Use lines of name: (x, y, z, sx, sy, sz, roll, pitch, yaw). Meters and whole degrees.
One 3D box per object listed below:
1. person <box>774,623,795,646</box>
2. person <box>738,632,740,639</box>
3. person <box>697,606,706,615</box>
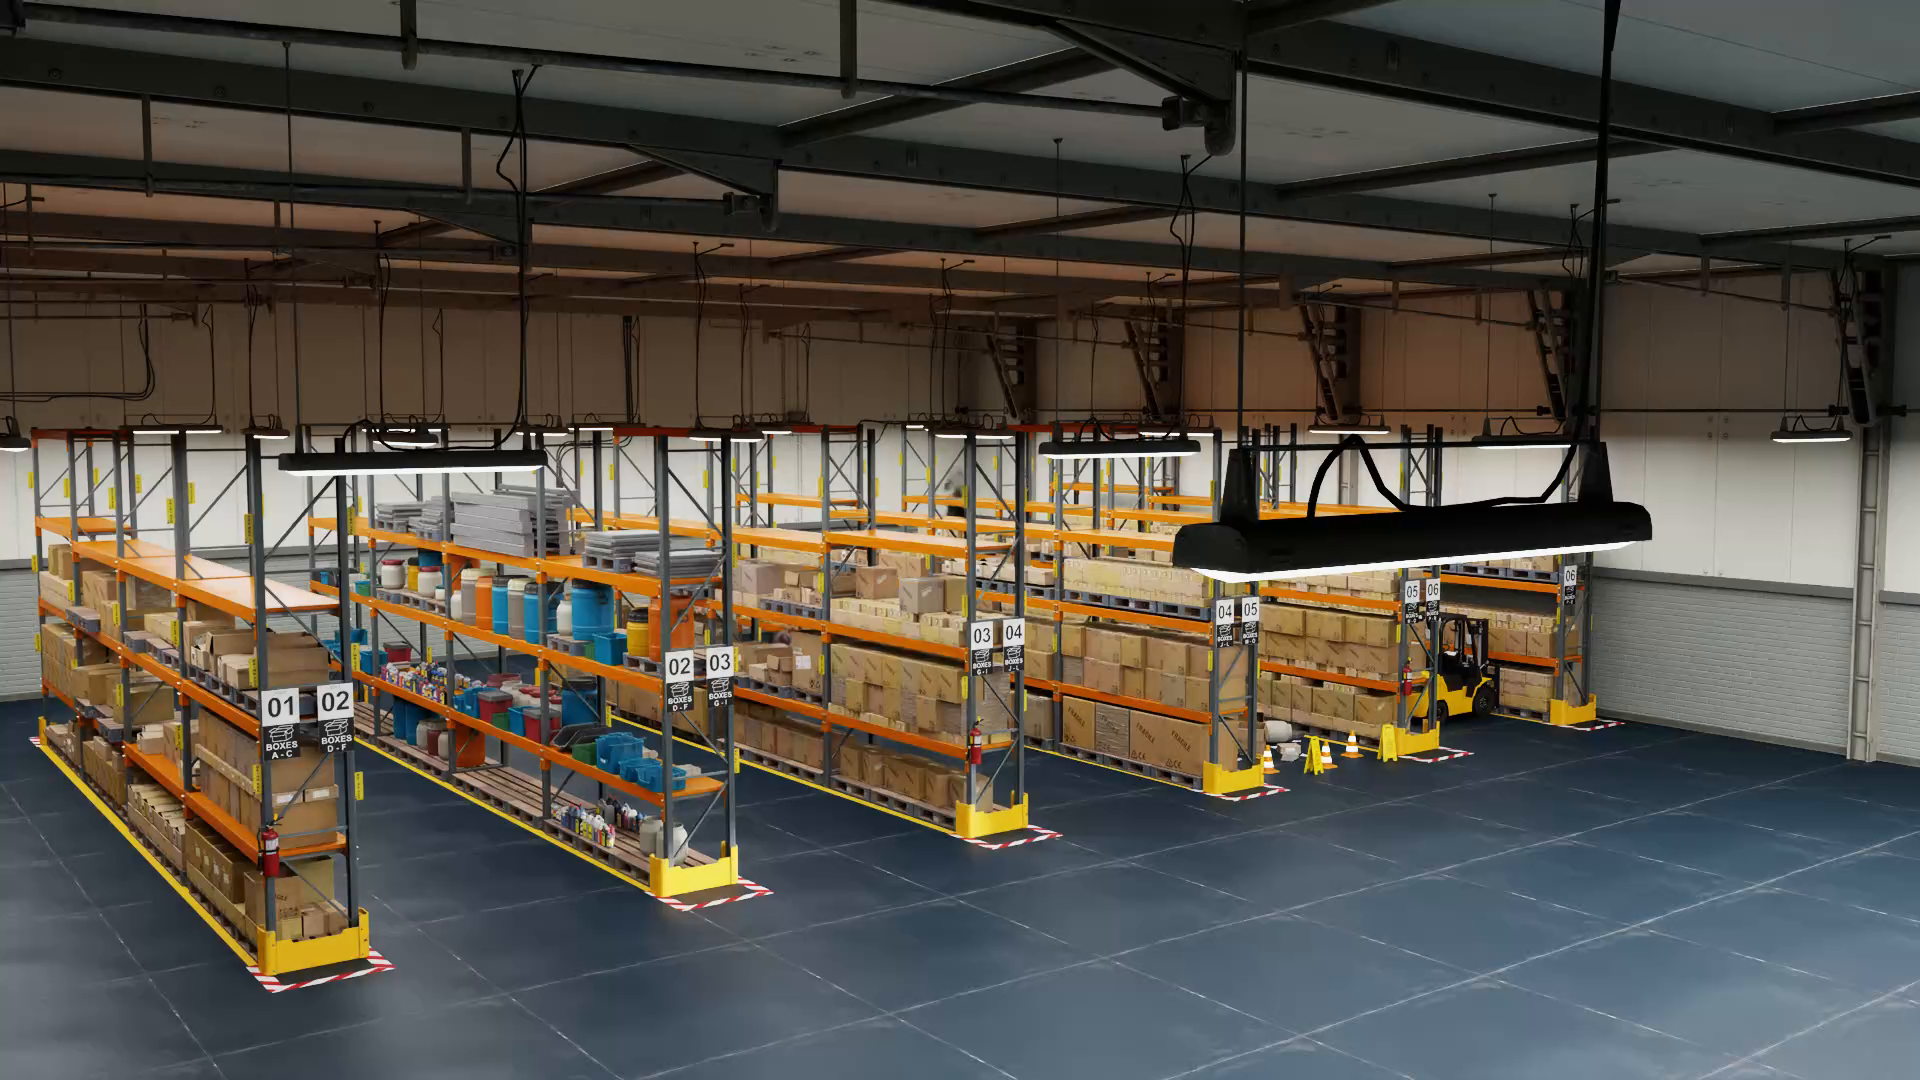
person: (-3.779, 2.662, 36.199, 0.747, 1.727, 0.925, -4, 6, -39)
person: (-5.296, 2.617, 38.016, 0.577, 1.547, 0.910, -3, 5, -35)
person: (-6.216, 2.365, 39.594, 0.727, 1.693, 0.890, -1, 5, -9)
